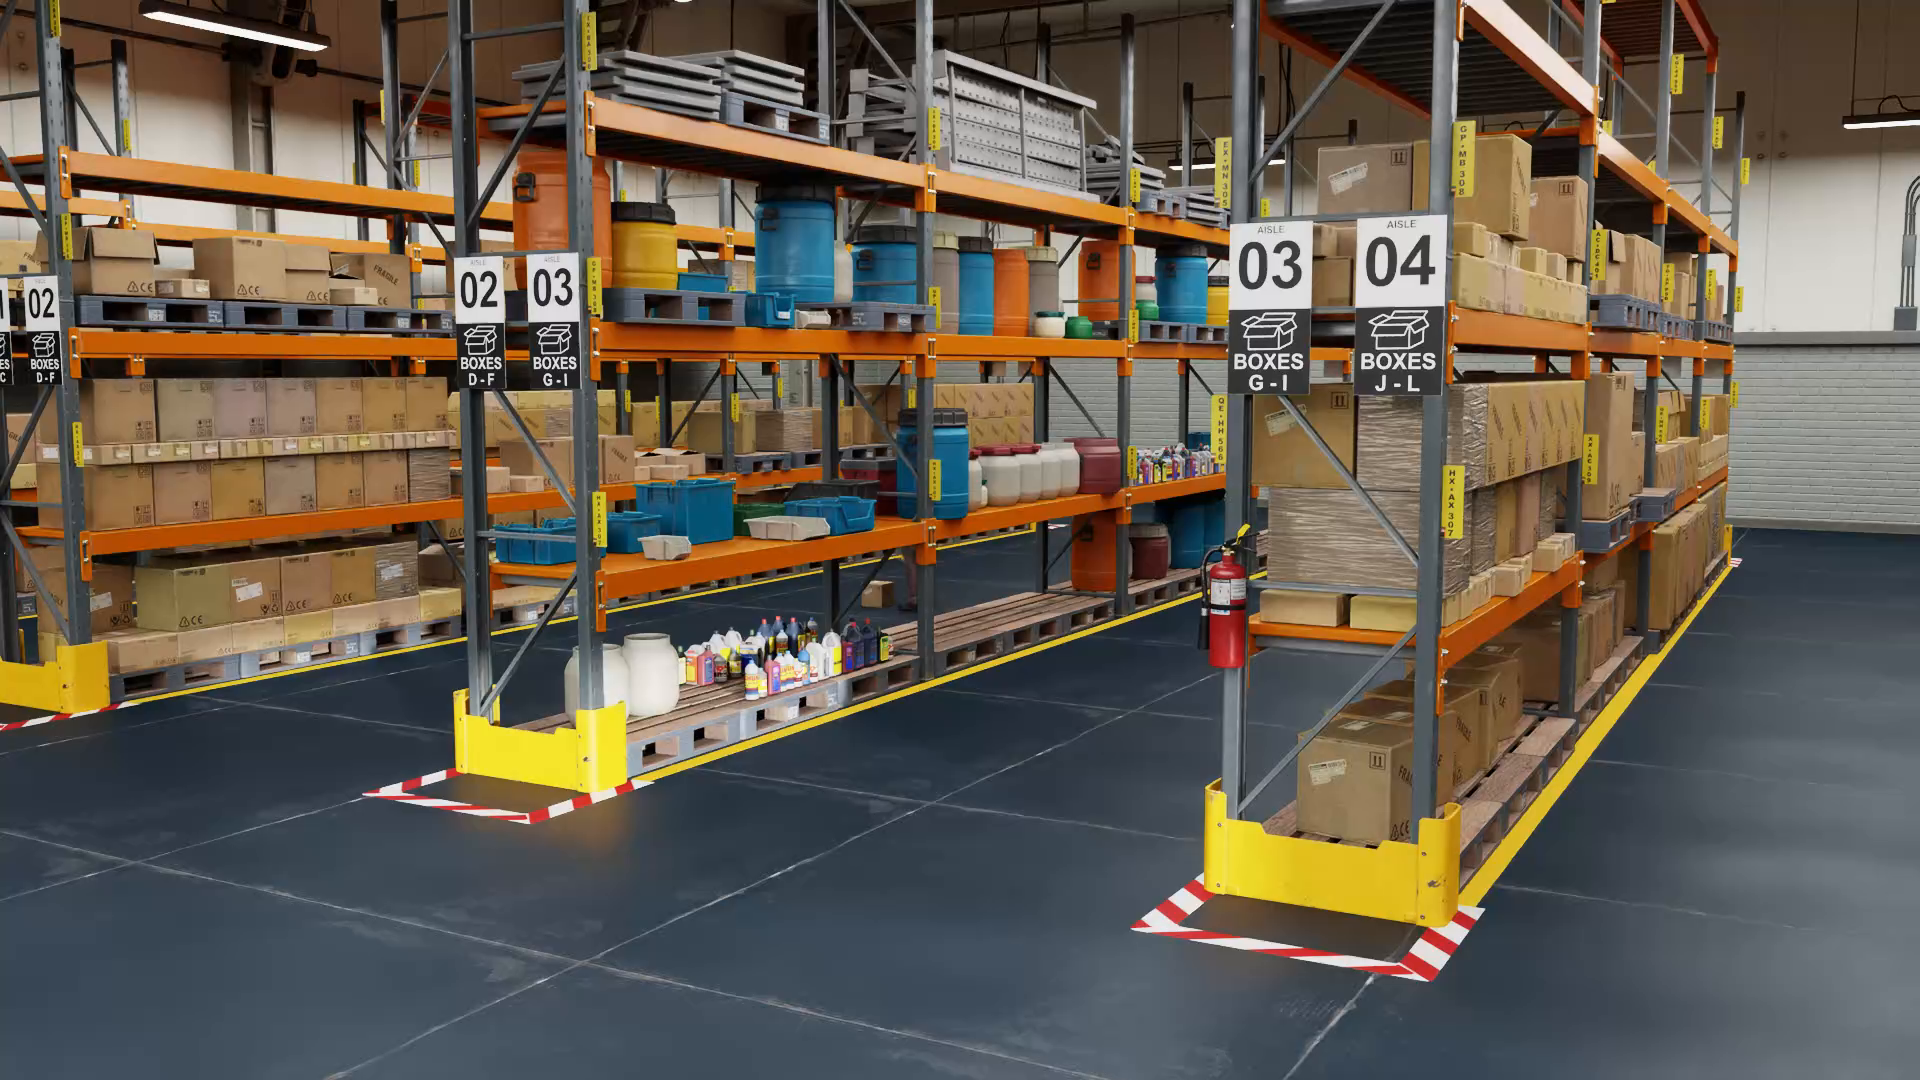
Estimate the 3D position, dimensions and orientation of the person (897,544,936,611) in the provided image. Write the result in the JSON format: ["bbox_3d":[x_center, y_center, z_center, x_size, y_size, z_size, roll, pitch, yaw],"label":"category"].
[{"bbox_3d":[-0.461,-0.125,17.467,0.359,1.718,0.529,3,7,30],"label":"person"}]
